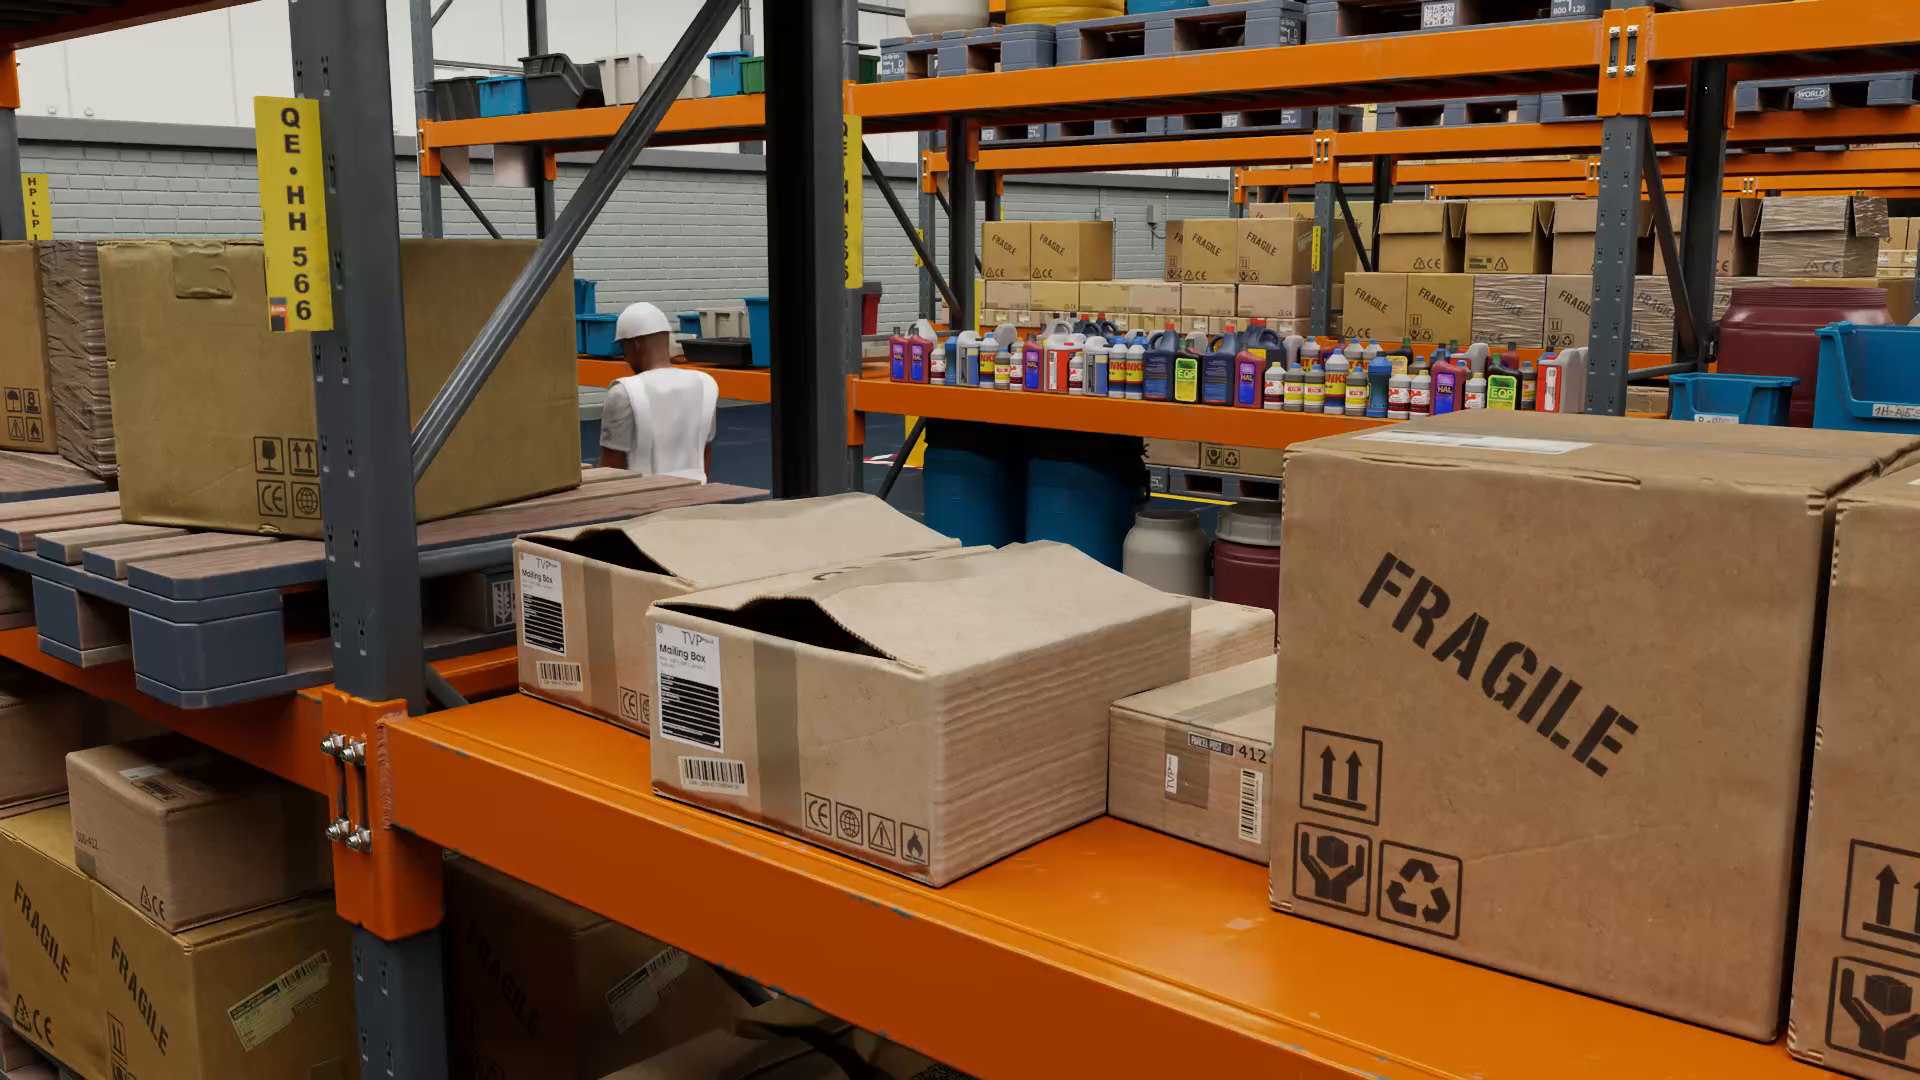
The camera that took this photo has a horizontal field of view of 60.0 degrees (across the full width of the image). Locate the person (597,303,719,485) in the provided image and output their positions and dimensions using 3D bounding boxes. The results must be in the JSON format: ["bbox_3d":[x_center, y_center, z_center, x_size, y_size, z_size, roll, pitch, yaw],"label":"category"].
[{"bbox_3d":[-1.251,-0.078,6.829,0.367,1.775,0.551,9,14,42],"label":"person"}]
